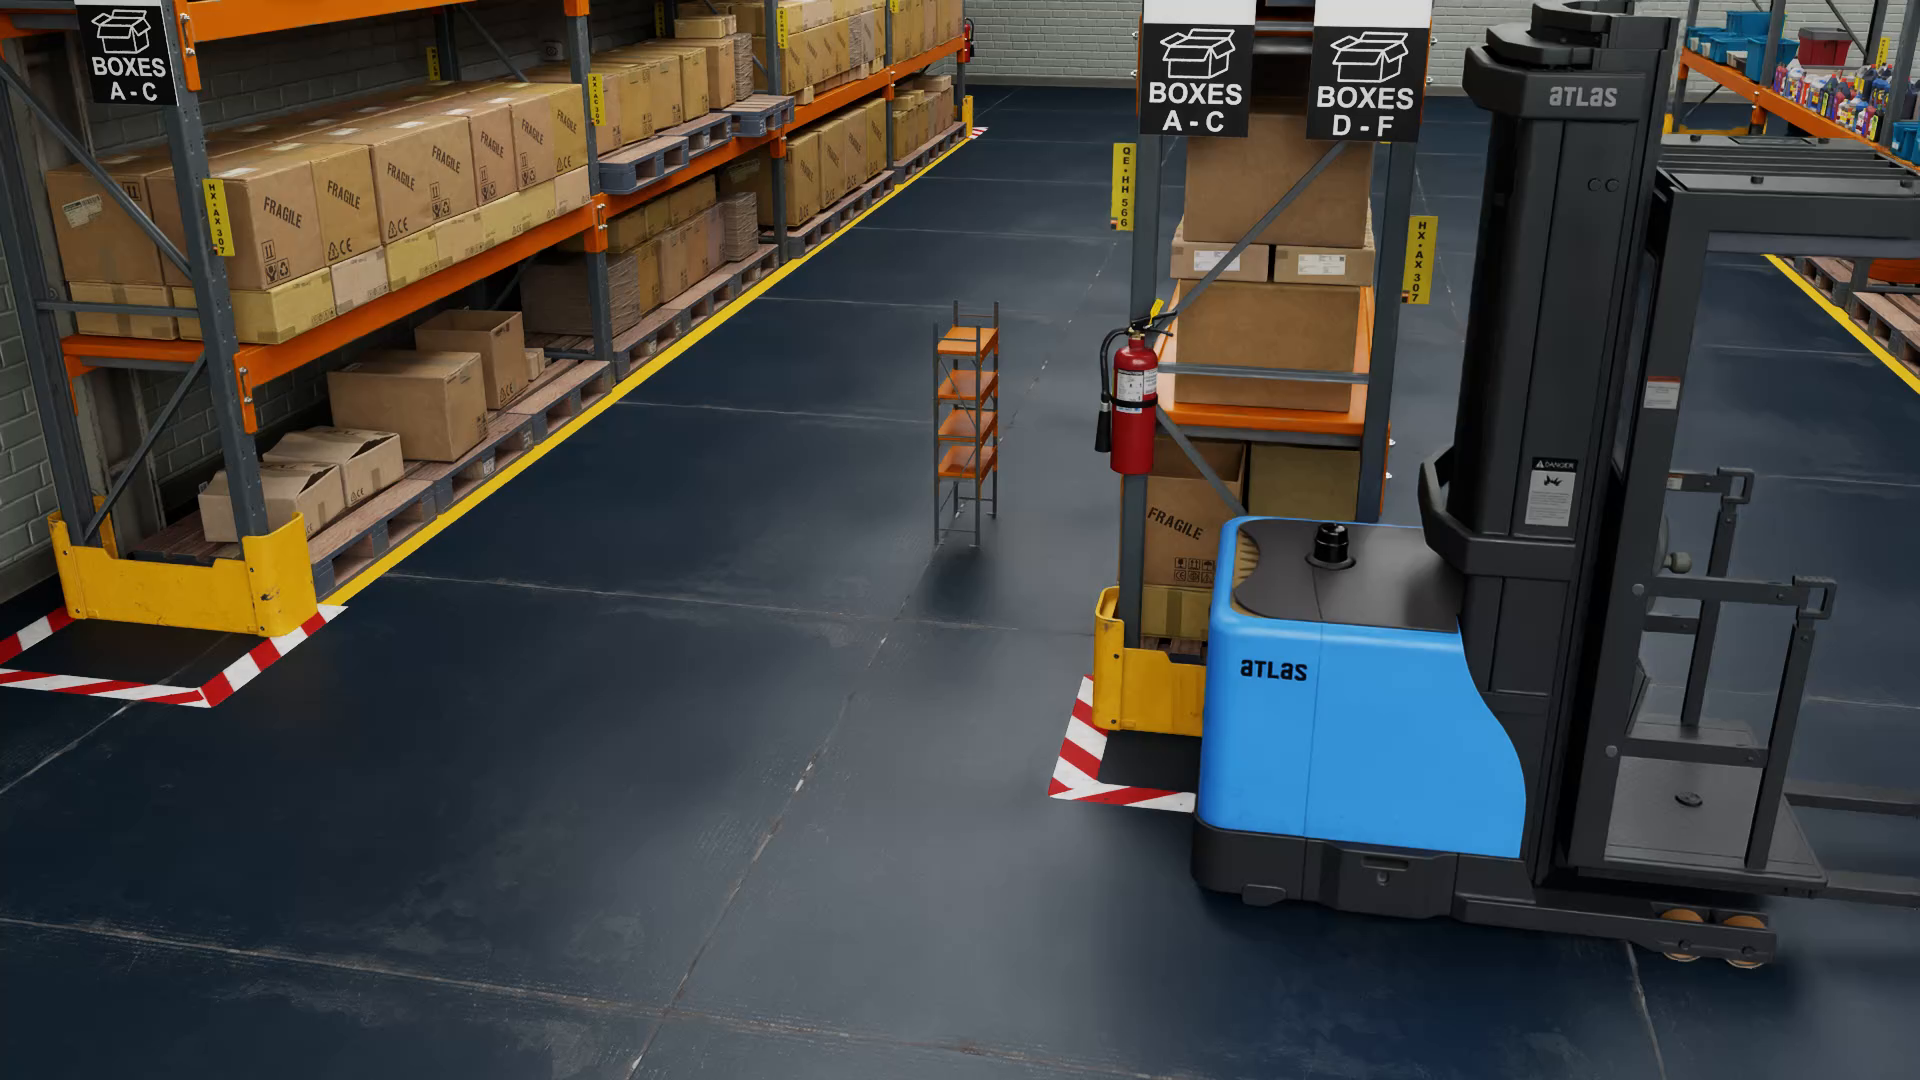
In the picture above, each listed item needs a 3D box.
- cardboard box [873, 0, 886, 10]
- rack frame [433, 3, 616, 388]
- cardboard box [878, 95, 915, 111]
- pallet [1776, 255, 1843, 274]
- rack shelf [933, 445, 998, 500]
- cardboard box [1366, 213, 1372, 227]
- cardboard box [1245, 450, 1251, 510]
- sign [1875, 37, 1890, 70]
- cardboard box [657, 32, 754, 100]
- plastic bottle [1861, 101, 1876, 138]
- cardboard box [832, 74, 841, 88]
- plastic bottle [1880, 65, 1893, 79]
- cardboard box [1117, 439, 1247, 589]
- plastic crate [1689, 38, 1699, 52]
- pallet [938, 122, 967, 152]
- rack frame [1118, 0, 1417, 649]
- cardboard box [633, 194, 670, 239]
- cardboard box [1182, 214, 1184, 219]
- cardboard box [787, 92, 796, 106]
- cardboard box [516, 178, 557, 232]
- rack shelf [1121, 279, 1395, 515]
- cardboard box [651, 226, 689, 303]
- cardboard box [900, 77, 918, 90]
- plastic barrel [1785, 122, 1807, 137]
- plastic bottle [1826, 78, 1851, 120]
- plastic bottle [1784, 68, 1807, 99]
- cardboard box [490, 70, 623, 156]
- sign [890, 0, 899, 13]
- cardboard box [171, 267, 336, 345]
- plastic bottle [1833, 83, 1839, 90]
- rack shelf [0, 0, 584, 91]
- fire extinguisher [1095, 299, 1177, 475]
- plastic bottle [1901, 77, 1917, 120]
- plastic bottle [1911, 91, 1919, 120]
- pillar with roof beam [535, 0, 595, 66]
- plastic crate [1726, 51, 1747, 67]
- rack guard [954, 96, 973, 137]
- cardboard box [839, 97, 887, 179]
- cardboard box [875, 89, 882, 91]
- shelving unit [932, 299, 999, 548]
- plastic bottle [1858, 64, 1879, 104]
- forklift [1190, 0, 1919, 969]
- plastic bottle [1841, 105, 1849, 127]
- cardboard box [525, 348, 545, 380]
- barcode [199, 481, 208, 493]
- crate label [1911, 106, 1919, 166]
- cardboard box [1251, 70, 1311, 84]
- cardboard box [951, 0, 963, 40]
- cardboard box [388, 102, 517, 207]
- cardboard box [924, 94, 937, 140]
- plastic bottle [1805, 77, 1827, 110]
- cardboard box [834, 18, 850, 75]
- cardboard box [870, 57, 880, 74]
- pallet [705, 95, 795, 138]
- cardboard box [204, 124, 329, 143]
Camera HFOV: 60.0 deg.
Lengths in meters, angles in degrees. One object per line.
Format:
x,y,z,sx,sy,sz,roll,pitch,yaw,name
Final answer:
-1.093,-5.754,17.563,0.500,0.250,0.500,5,22,12,cardboard box
-2.881,-2.477,10.989,1.000,3.000,0.127,4,22,11,rack frame
-0.747,-5.116,19.458,0.380,0.149,0.250,5,23,13,cardboard box
8.005,-2.628,15.096,1.003,0.211,1.213,4,22,11,pallet
0.034,-0.371,8.879,0.258,0.148,0.480,4,22,11,rack shelf
1.548,-1.300,7.065,0.380,0.149,0.250,5,22,11,cardboard box
1.268,-0.326,8.765,0.500,0.250,0.500,4,22,11,cardboard box
8.988,-4.734,16.221,0.100,0.325,0.005,4,22,11,sign
-2.151,-4.018,14.092,0.700,0.500,0.500,2,22,5,cardboard box
7.346,-3.396,13.426,0.061,0.283,0.133,4,22,11,plastic bottle
-1.408,-4.593,16.552,0.380,0.149,0.250,5,23,13,cardboard box
8.545,-4.196,15.324,0.144,0.351,0.185,4,22,11,plastic bottle
0.971,-0.124,7.261,0.500,0.500,0.500,4,22,11,cardboard box
8.747,-5.840,19.612,0.250,0.136,0.298,4,22,11,plastic crate
-0.519,-5.274,21.666,1.003,0.211,1.213,4,22,11,pallet
1.153,-0.638,6.423,1.000,3.000,0.127,4,22,11,rack frame
-2.558,-2.492,12.779,0.500,0.250,0.500,4,22,9,cardboard box
1.149,-1.329,7.136,0.380,0.149,0.250,4,22,10,cardboard box
-1.711,-4.027,15.147,0.380,0.149,0.250,5,22,12,cardboard box
-2.790,-2.039,10.075,0.500,0.250,0.500,5,22,11,cardboard box
1.561,-1.036,8.373,1.077,0.370,4.000,4,22,11,rack shelf
-2.547,-2.169,12.980,0.700,0.500,0.500,5,22,12,cardboard box
-0.750,-5.814,21.190,0.380,0.149,0.250,5,22,11,cardboard box
8.323,-3.672,16.202,0.600,0.901,0.708,4,22,11,plastic barrel
7.605,-3.816,14.378,0.144,0.351,0.185,4,22,11,plastic bottle
7.908,-4.316,15.722,0.152,0.276,0.135,4,22,11,plastic bottle
-2.744,-2.911,11.344,0.700,0.500,0.500,5,22,11,cardboard box
-0.715,-5.866,17.959,0.100,0.325,0.005,4,22,11,sign
-3.287,-1.108,7.764,0.500,0.250,0.500,4,22,9,cardboard box
7.657,-3.841,14.532,0.061,0.283,0.133,4,22,11,plastic bottle
-3.289,-2.804,8.747,1.077,0.370,4.000,4,22,11,rack shelf
0.674,-0.594,6.418,0.296,0.674,0.183,4,22,11,fire extinguisher
8.182,-3.823,14.398,0.144,0.351,0.185,4,22,11,plastic bottle
8.322,-3.768,14.361,0.152,0.276,0.135,4,22,11,plastic bottle
1.038,-5.985,11.669,9.100,9.000,0.400,4,22,11,pillar with roof beam
8.511,-5.213,18.055,0.293,0.136,0.466,4,22,11,plastic crate
-0.427,-5.715,22.375,1.175,0.500,0.348,4,22,11,rack guard
-1.254,-4.353,17.962,0.750,0.750,0.750,5,22,12,cardboard box
-1.008,-5.349,20.035,0.380,0.149,0.250,5,22,11,cardboard box
0.034,-0.617,8.780,0.258,1.200,0.503,4,22,11,shelving unit
8.404,-4.207,15.351,0.144,0.351,0.185,4,22,11,plastic bottle
2.369,-0.185,5.389,3.031,2.935,1.130,4,22,10,forklift
7.487,-3.576,13.985,0.097,0.201,0.097,0,22,0,plastic bottle
-2.961,-1.169,10.945,0.380,0.166,0.250,2,22,4,cardboard box
-3.856,-0.259,8.479,0.001,0.075,0.075,4,22,11,barcode
7.167,-2.859,11.889,0.502,0.435,0.616,4,22,11,crate label
1.476,-1.853,7.568,0.700,0.500,0.500,5,22,11,cardboard box
-0.526,-6.818,21.365,0.980,0.700,0.700,5,23,13,cardboard box
-2.884,-2.202,9.476,0.500,0.500,0.500,4,22,9,cardboard box
-0.681,-5.271,20.709,0.700,0.500,0.500,4,22,9,cardboard box
7.747,-4.027,15.002,0.152,0.276,0.135,4,22,11,plastic bottle
-1.398,-4.855,16.335,0.500,0.500,0.500,5,22,12,cardboard box
-1.069,-5.056,17.703,0.380,0.149,0.250,5,22,12,cardboard box
-2.106,-3.582,13.990,1.213,0.211,1.003,4,22,11,pallet
-3.595,-1.863,8.635,0.500,0.500,0.500,4,22,9,cardboard box
